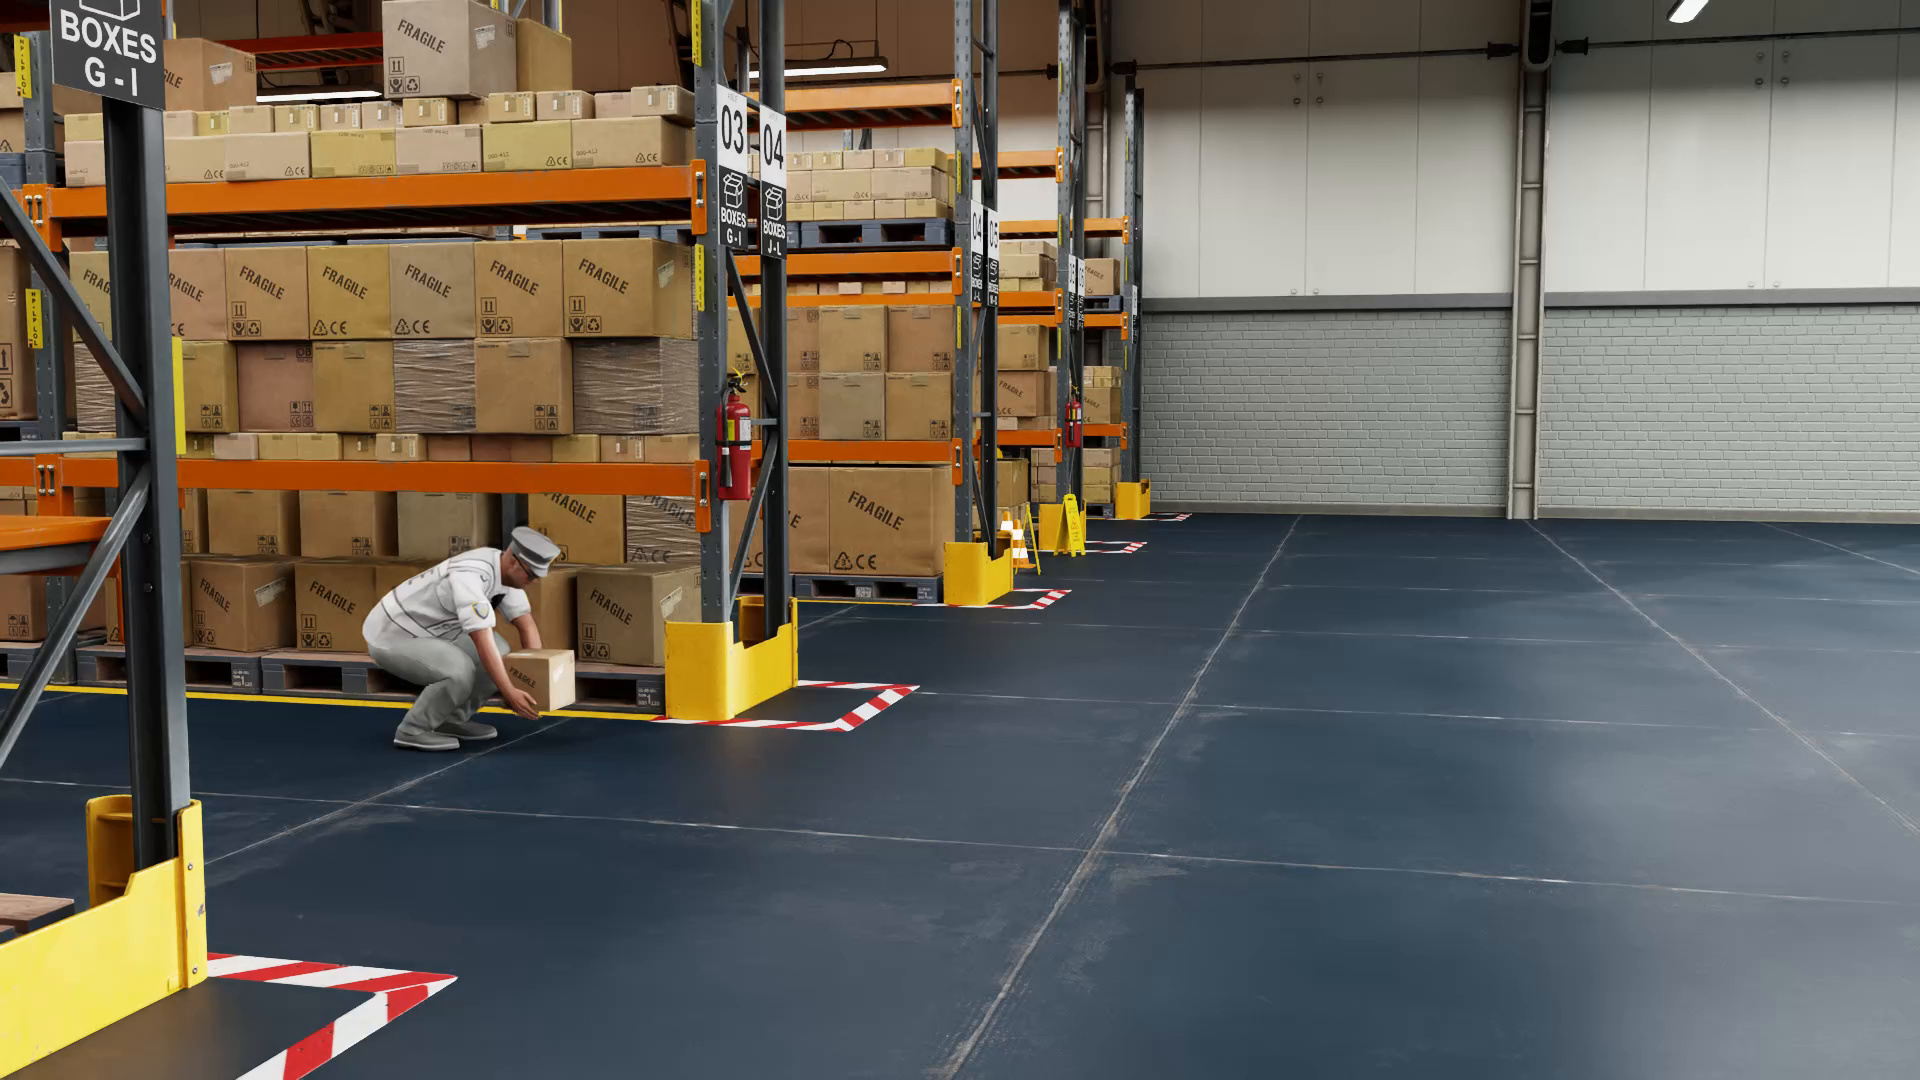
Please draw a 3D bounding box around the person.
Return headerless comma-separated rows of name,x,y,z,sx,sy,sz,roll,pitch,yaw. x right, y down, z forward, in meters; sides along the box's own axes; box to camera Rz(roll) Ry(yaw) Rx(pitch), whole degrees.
person,-2.338,0.454,7.879,0.916,1.038,0.565,1,5,13
